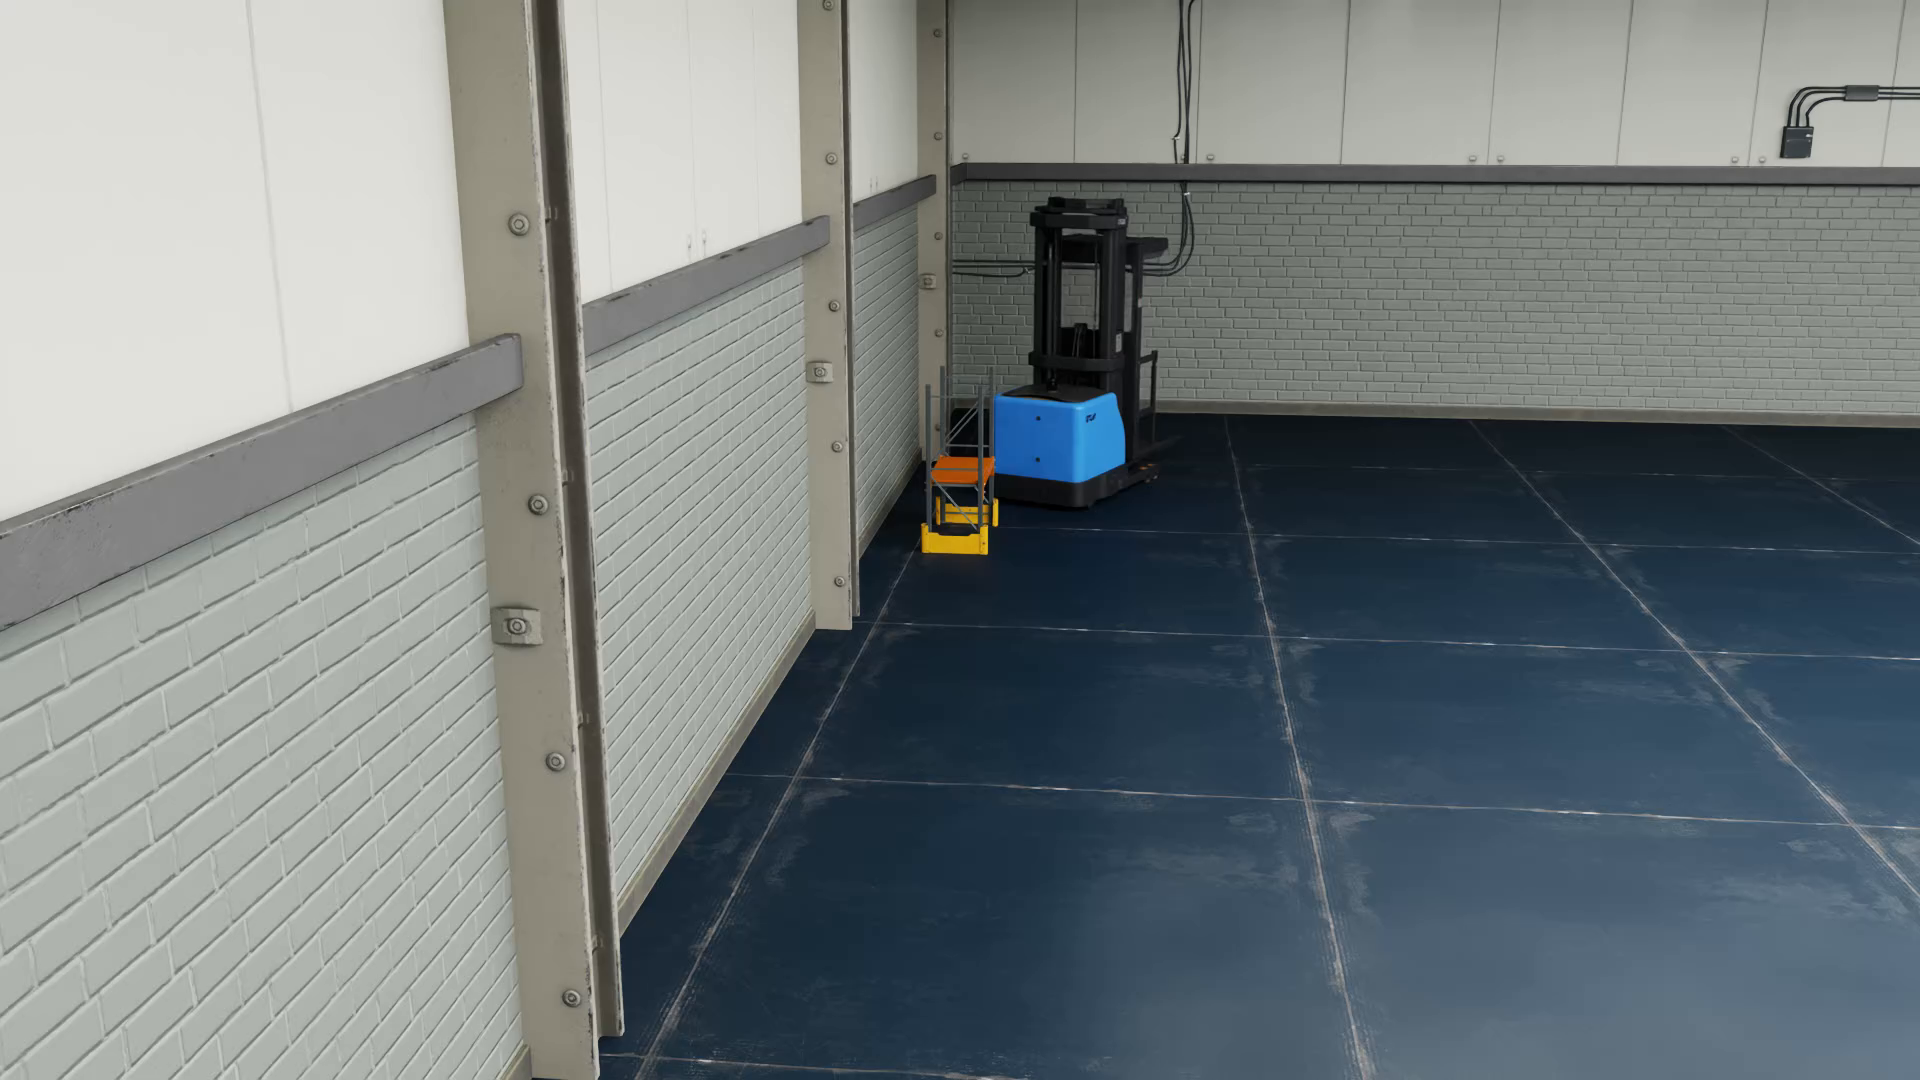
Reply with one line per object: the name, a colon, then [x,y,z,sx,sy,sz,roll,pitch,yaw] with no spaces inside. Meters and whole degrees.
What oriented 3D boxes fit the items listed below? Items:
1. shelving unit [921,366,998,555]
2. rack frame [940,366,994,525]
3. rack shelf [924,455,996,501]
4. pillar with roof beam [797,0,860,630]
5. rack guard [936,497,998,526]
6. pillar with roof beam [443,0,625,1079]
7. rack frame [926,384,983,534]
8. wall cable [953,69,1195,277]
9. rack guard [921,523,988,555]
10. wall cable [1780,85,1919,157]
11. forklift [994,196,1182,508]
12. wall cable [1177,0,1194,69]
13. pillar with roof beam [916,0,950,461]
shelving unit: [0.009,-0.744,15.039,0.587,1.500,1.083,2,15,6]
rack frame: [0.067,-0.878,15.536,0.500,1.500,0.032,2,15,6]
rack shelf: [0.010,-0.572,15.095,0.538,0.185,1.000,2,15,6]
pillar with roof beam: [3.317,-3.590,11.197,9.100,9.000,0.400,2,15,6]
rack guard: [0.065,-0.270,15.680,0.587,0.250,0.087,2,15,6]
pillar with roof beam: [2.640,-2.033,5.442,9.100,9.000,0.400,2,15,6]
rack frame: [-0.048,-0.614,14.561,0.500,1.500,0.032,2,15,6]
wall cable: [1.363,-4.499,20.508,3.097,2.526,0.112,2,15,6]
rack guard: [-0.048,-0.011,14.725,0.587,0.250,0.087,2,15,6]
wall cable: [10.794,-7.356,18.610,2.305,6.003,0.169,2,15,6]
forklift: [1.451,-2.062,17.172,1.130,2.935,3.031,8,17,28]
wall cable: [4.051,-6.857,19.554,3.097,2.526,0.112,2,15,6]
pillar with roof beam: [3.994,-5.146,16.952,9.100,9.000,0.400,2,15,6]
